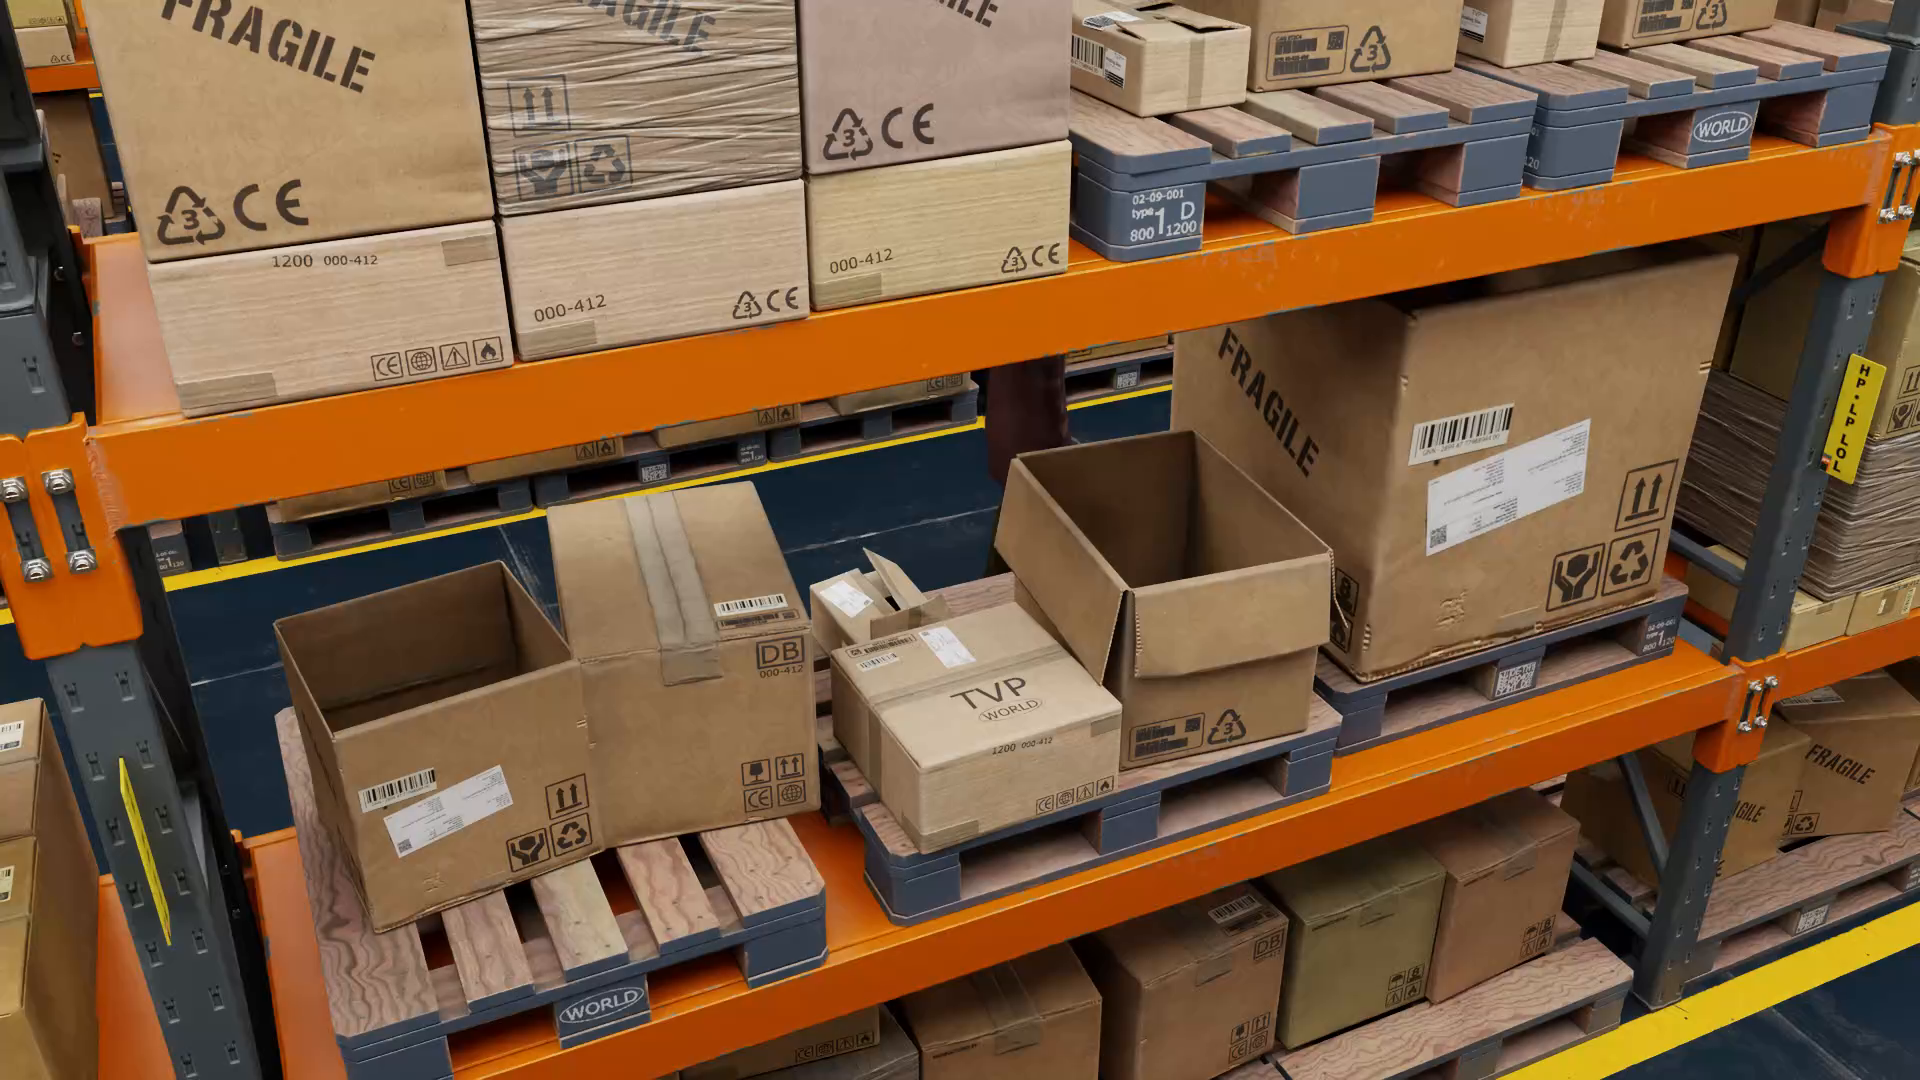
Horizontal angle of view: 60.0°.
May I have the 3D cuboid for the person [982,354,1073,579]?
[{"bbox_3d":[0.292,-0.461,6.993,0.378,1.767,0.567,-12,31,-21],"label":"person"}]
